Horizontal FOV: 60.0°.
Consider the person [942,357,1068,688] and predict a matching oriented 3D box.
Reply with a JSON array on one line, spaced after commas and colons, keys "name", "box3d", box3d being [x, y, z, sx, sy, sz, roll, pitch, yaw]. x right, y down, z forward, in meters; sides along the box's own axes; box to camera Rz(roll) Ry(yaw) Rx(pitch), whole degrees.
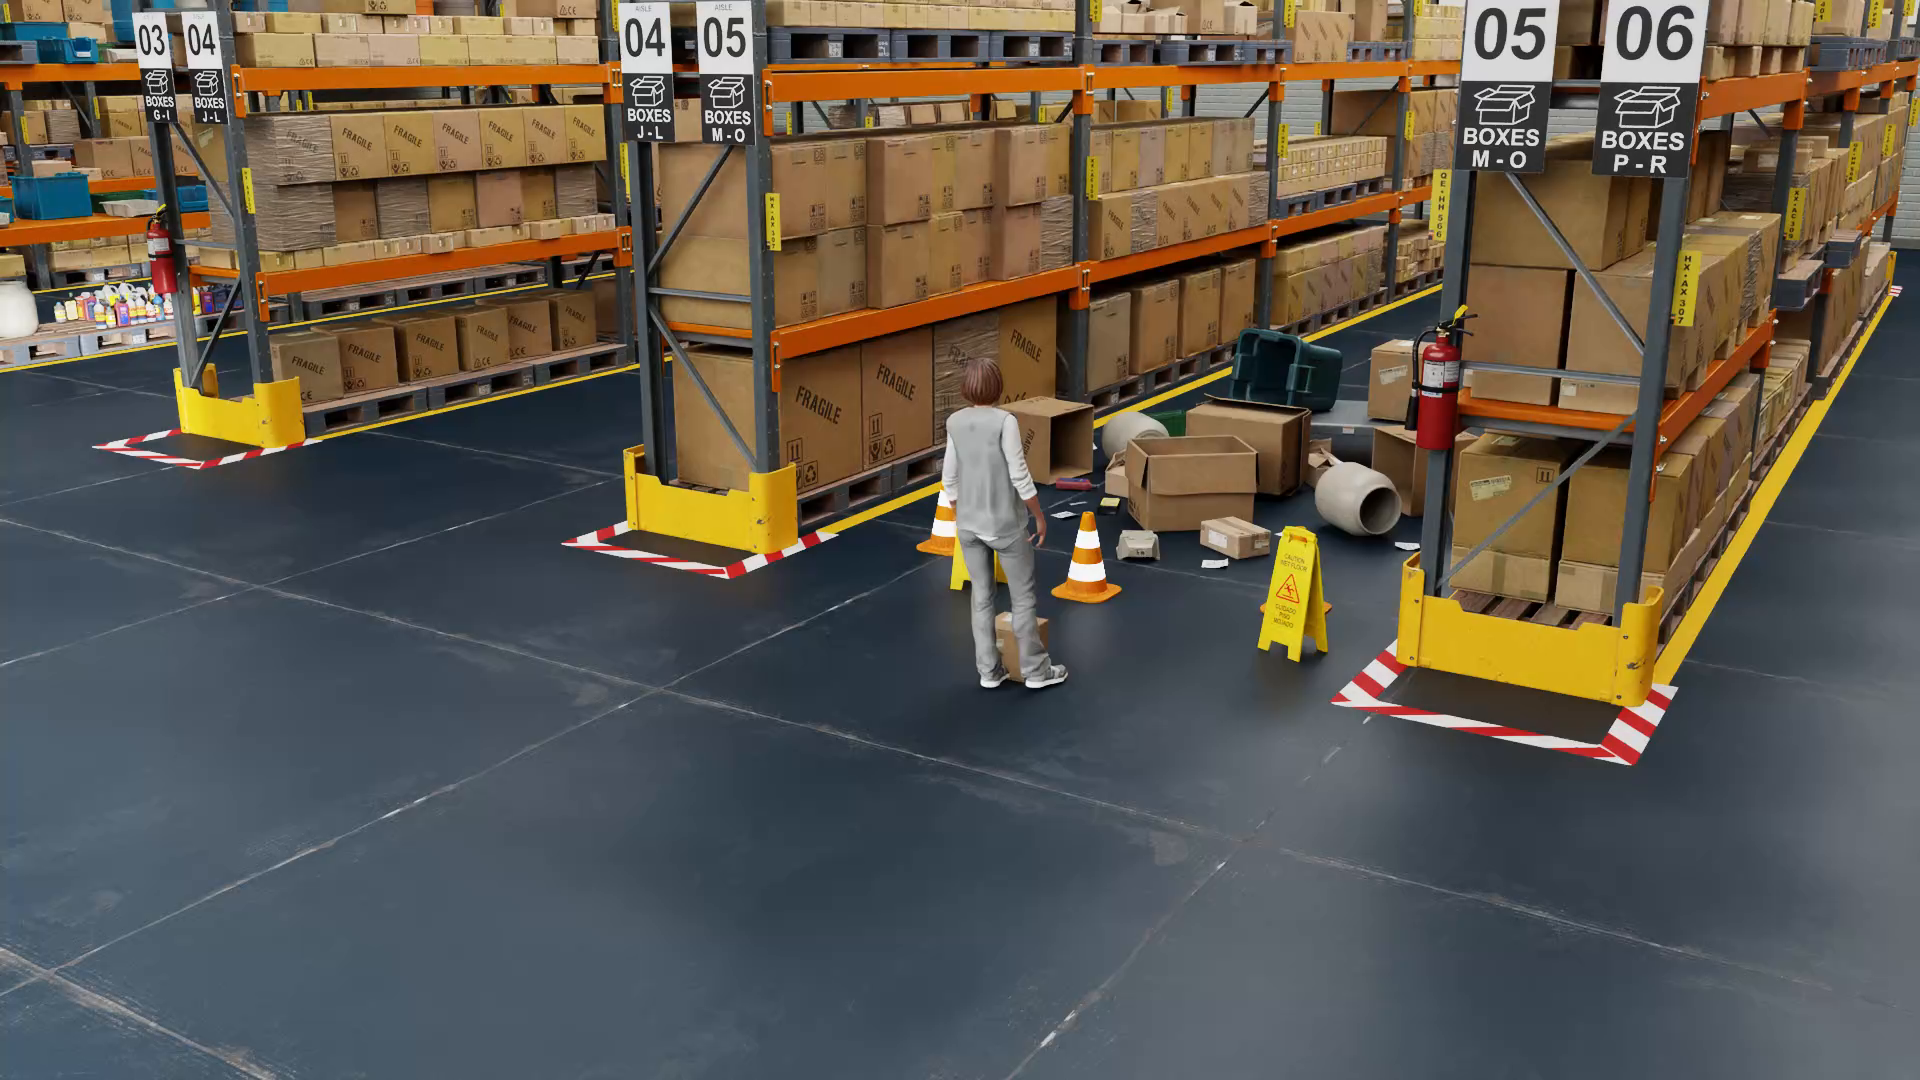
[{"name": "person", "box3d": [0.199, -0.080, 7.792, 0.520, 1.596, 0.475, 10, 19, 30]}]
